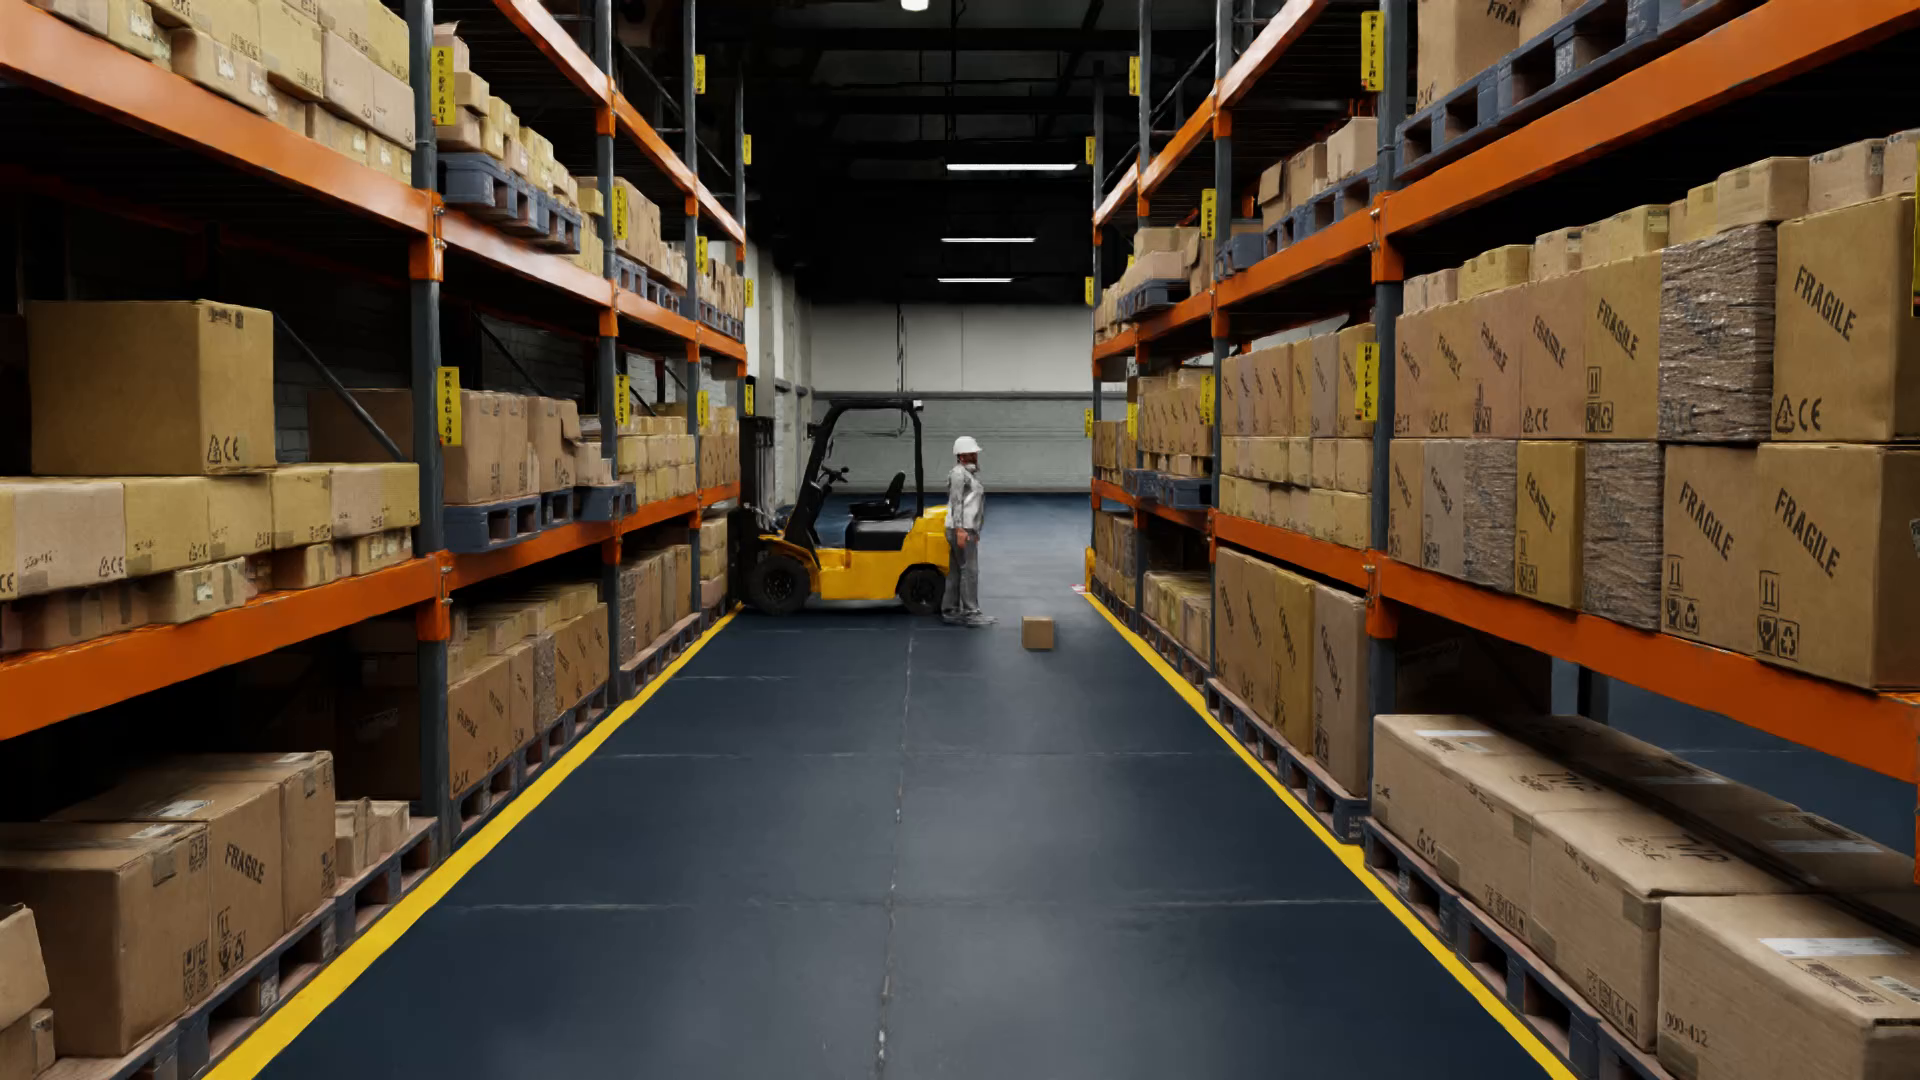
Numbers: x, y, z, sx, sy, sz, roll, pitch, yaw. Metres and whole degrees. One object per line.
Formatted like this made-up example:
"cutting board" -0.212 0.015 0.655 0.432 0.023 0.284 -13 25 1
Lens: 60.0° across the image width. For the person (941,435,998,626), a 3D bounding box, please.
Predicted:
"person" 0.085 -0.092 15.564 0.575 1.770 0.648 0 4 8
